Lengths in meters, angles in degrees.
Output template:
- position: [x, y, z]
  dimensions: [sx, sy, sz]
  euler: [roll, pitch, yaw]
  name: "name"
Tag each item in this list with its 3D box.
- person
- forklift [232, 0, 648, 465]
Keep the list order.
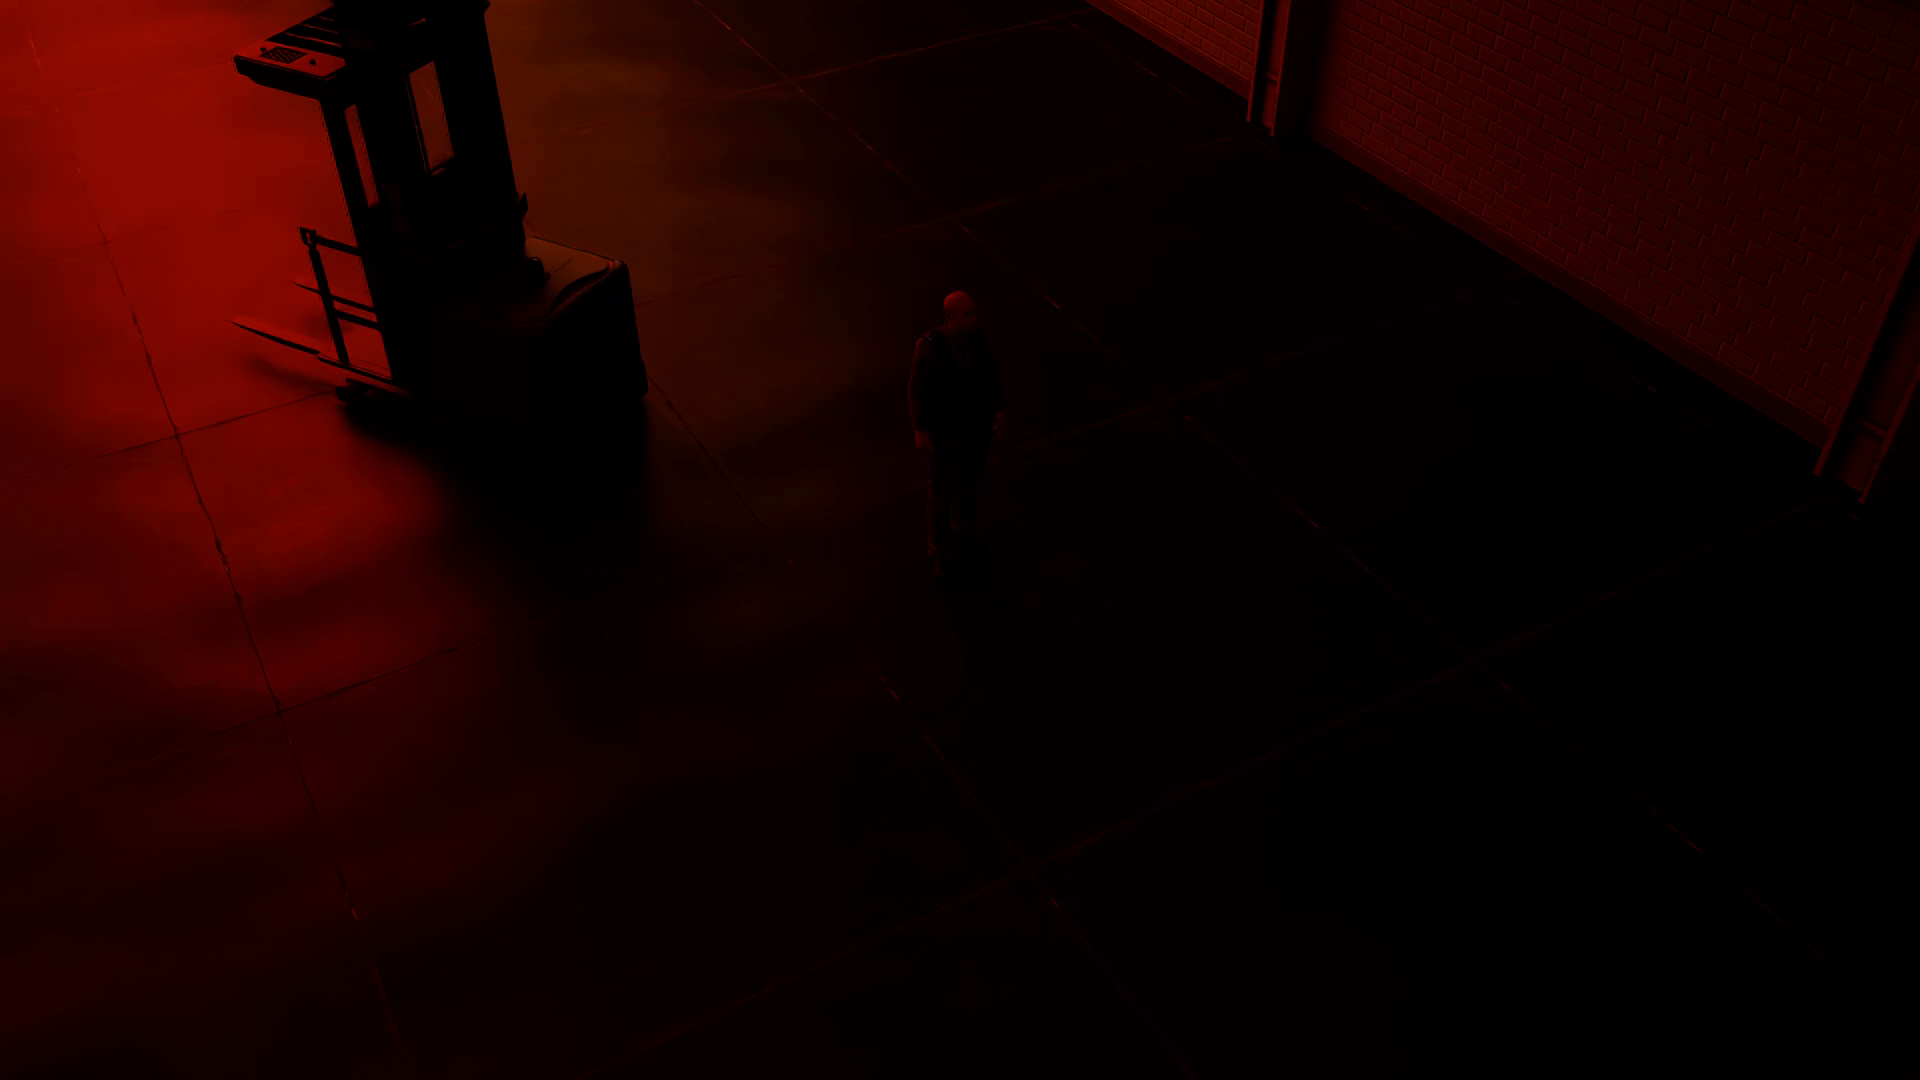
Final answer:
- position: [0.024, -0.631, 9.733]
  dimensions: [0.632, 1.720, 0.568]
  euler: [-20, 44, -23]
  name: "person"
- position: [-3.702, -2.274, 10.778]
  dimensions: [3.031, 2.935, 1.130]
  euler: [18, 43, 20]
  name: "forklift"
